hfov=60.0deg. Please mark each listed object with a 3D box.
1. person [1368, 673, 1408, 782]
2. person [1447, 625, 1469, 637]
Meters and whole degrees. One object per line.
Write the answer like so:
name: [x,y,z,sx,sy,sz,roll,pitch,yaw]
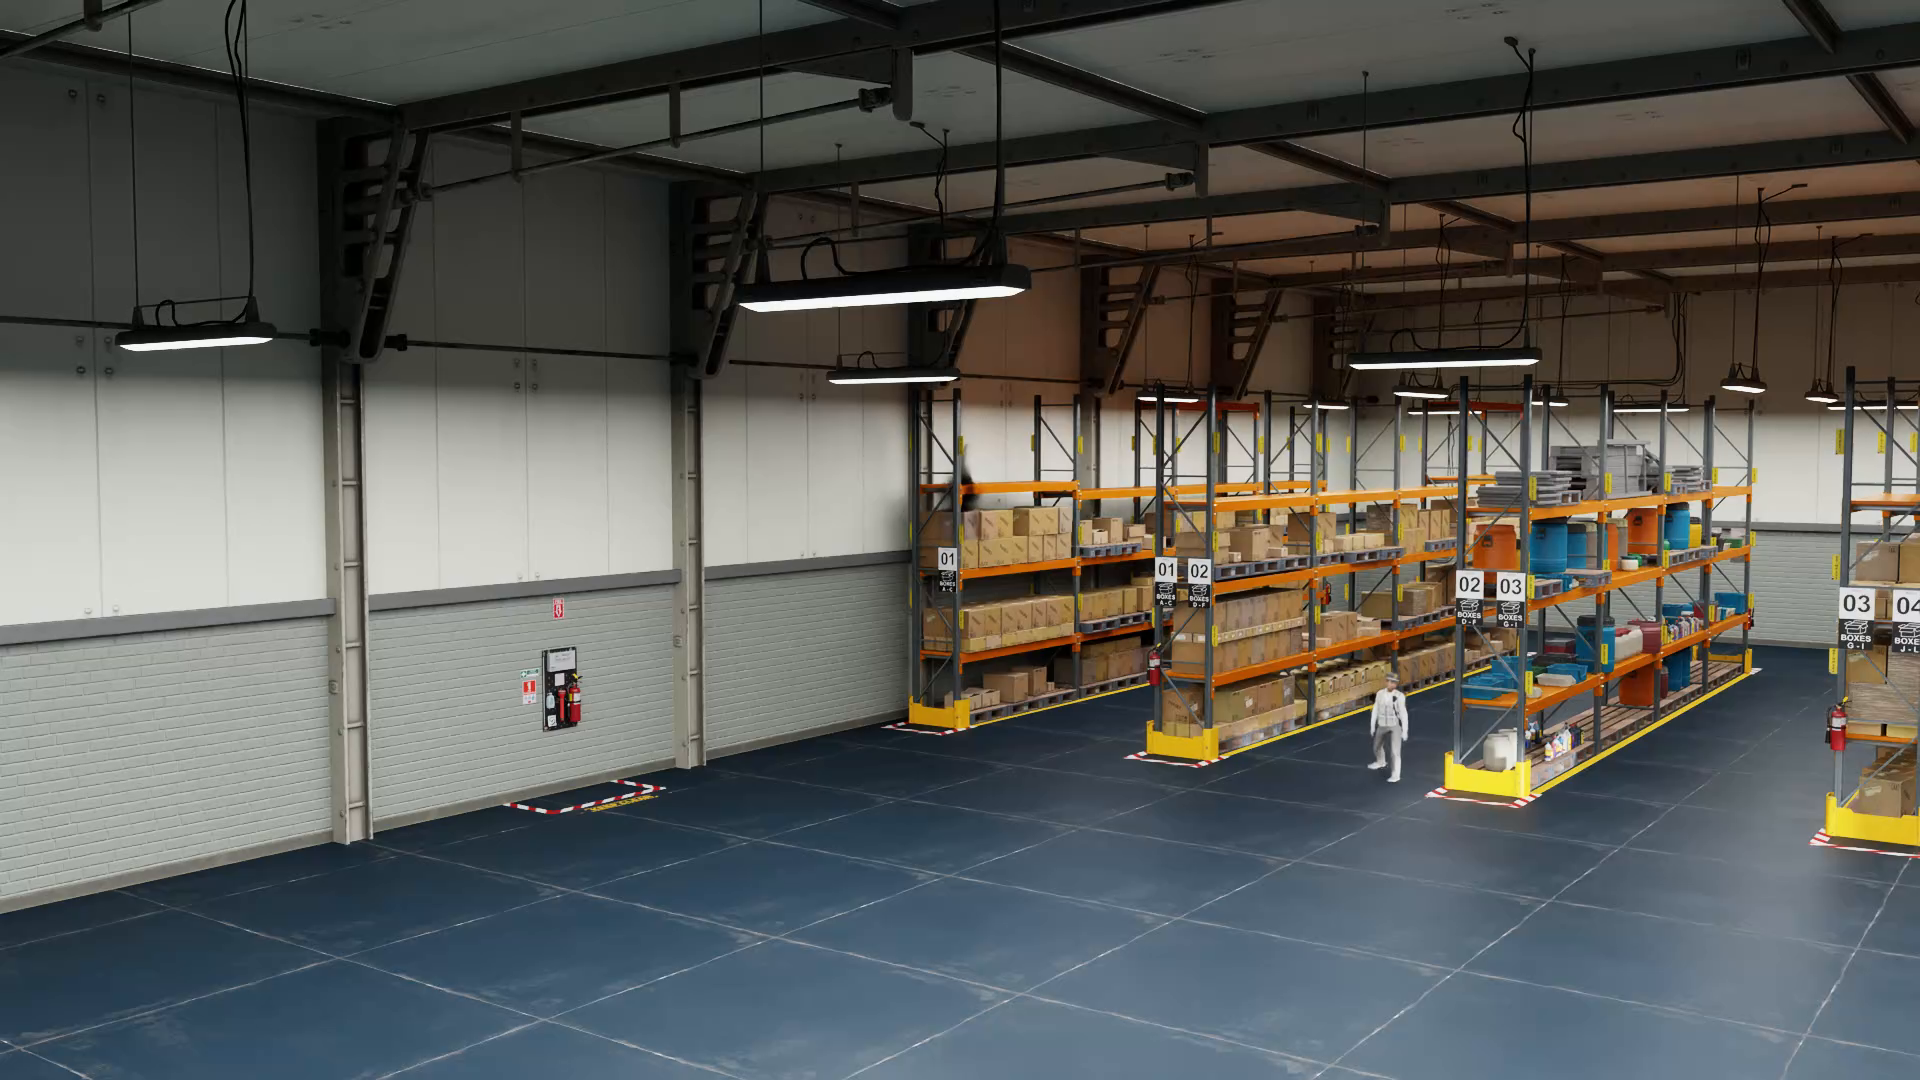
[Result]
person: [6.399,2.763,24.944,0.770,1.605,0.688,3,4,39]
person: [12.452,1.792,41.247,0.893,1.698,0.685,2,4,37]
